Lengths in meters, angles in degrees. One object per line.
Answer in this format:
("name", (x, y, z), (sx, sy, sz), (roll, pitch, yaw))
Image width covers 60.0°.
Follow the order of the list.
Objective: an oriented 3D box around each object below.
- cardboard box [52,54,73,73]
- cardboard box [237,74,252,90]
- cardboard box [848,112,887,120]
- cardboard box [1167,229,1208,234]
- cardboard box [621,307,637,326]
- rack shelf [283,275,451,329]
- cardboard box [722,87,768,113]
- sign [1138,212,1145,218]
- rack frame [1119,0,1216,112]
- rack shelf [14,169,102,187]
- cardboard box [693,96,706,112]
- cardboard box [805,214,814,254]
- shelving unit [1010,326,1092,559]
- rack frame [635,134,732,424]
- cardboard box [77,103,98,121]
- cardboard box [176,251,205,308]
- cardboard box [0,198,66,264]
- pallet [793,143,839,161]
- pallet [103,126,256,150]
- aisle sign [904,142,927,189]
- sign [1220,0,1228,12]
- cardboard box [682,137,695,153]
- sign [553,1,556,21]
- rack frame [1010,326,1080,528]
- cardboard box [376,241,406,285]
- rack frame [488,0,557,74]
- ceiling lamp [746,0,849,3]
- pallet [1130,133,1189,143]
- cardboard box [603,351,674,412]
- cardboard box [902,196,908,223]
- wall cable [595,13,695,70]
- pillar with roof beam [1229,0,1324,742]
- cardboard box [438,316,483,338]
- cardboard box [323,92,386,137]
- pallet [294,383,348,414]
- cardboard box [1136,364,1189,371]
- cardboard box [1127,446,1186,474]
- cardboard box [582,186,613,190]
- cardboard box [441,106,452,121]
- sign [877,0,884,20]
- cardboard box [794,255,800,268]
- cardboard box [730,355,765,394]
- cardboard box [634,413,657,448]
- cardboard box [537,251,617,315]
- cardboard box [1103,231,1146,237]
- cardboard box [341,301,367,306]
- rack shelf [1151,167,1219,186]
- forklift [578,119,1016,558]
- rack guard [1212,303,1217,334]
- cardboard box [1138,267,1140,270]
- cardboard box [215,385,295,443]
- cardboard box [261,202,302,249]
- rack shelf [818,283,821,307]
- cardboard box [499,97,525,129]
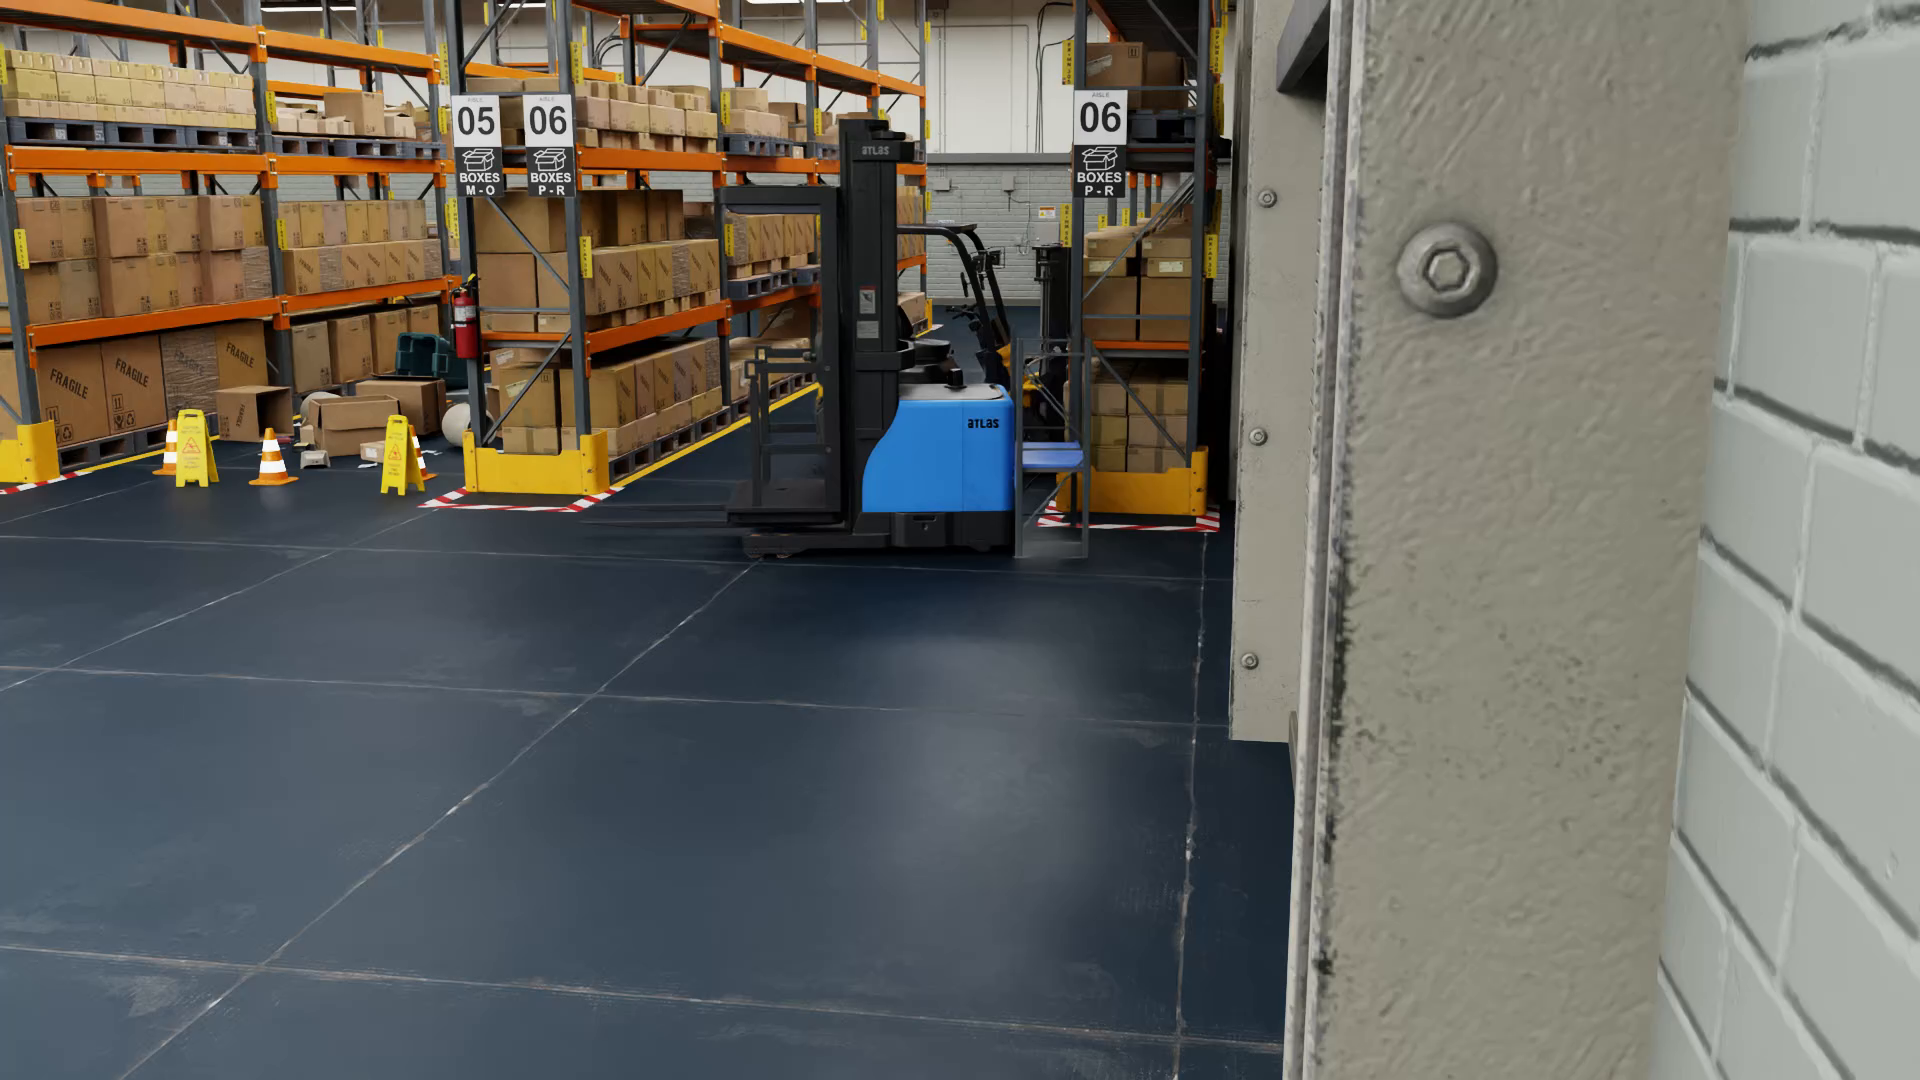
("cardboard box", (-8.013, -4.163, 14.540), (0.380, 0.149, 0.250), (2, 12, 8))
("cardboard box", (-7.584, -4.745, 17.239), (0.380, 0.149, 0.250), (2, 12, 8))
("cardboard box", (-1.407, -6.255, 25.305), (0.500, 0.500, 0.500), (2, 12, 10))
("cardboard box", (2.075, -2.766, 15.223), (0.380, 0.149, 0.250), (2, 12, 8))
("cardboard box", (-3.064, -1.970, 14.610), (0.380, 0.149, 0.250), (2, 12, 10))
("rack shelf", (-7.535, -2.908, 20.076), (1.077, 0.370, 4.000), (2, 12, 9))
("cardboard box", (-2.383, -4.760, 18.012), (0.500, 0.250, 0.500), (2, 12, 7))
("sign", (2.662, -4.649, 24.390), (0.100, 0.325, 0.005), (2, 12, 9))
("rack frame", (1.969, -5.477, 16.048), (1.000, 3.000, 0.127), (2, 12, 9))
("rack shelf", (-12.420, -4.556, 20.604), (1.077, 0.370, 4.000), (2, 12, 9))
("cardboard box", (-2.733, -4.308, 16.447), (0.380, 0.149, 0.250), (2, 12, 7))
("cardboard box", (-2.116, -3.833, 20.719), (0.500, 0.500, 0.500), (2, 12, 7))
("shelving unit", (0.625, -0.717, 11.760), (0.538, 1.500, 1.048), (0, 12, -1))
("rack frame", (-2.936, -2.704, 17.422), (1.000, 3.000, 0.127), (2, 12, 9))
("cardboard box", (-7.972, -3.828, 14.877), (0.380, 0.149, 0.250), (2, 12, 9))
("cardboard box", (-8.149, -2.616, 16.656), (0.875, 0.550, 0.550), (2, 12, 9))
("cardboard box", (-8.362, -2.688, 14.428), (0.875, 0.550, 0.550), (2, 12, 9))
("pallet", (-2.274, -5.047, 21.620), (1.213, 0.211, 1.003), (2, 12, 11))
("pallet", (-7.979, -4.097, 16.973), (1.003, 0.211, 1.213), (2, 12, 9))
("aisle sign", (-0.773, -6.478, 28.762), (0.394, 0.787, 0.004), (2, 12, 9))
("sign", (3.749, -7.660, 23.582), (0.100, 0.325, 0.005), (2, 12, 9))
("cardboard box", (-2.824, -3.869, 16.301), (0.380, 0.149, 0.250), (2, 12, 9))
("sign", (-6.063, -7.959, 24.971), (0.100, 0.325, 0.005), (2, 12, 9))
("rack frame", (0.619, -0.824, 12.257), (0.500, 1.500, 0.032), (0, 12, -1))
("cardboard box", (-7.186, -3.415, 20.482), (0.500, 0.500, 0.500), (2, 12, 8))
("rack frame", (-6.612, -7.442, 25.164), (1.000, 3.000, 0.127), (2, 12, 9))
("ceiling lamp", (-3.073, -11.626, 30.724), (2.000, 3.185, 0.800), (2, 12, 9))
("pallet", (2.092, -4.101, 17.238), (0.805, 0.209, 1.217), (1, 12, 6))
("cardboard box", (-2.989, -1.477, 15.475), (0.500, 0.500, 0.500), (2, 12, 10))
("cardboard box", (-1.139, -5.315, 26.924), (0.500, 0.500, 0.500), (2, 12, 8))
("wall cable", (-6.607, -11.094, 34.476), (2.277, 5.999, 0.120), (2, 12, 9))
("pillar with roof beam", (-2.825, -3.651, 7.573), (9.100, 9.000, 0.400), (2, 12, 9))
("cardboard box", (-6.867, -2.799, 22.797), (0.500, 0.500, 0.500), (1, 12, 6))
("cardboard box", (-7.218, -5.075, 19.830), (0.500, 0.500, 0.500), (2, 12, 9))
("pallet", (-7.798, -1.644, 19.119), (1.003, 0.211, 1.213), (2, 12, 9))
("cardboard box", (1.776, -1.363, 14.356), (0.500, 0.250, 0.500), (2, 12, 8))
("cardboard box", (1.623, -0.669, 13.506), (0.500, 0.250, 0.500), (2, 12, 9))
("cardboard box", (-6.049, -5.597, 27.529), (0.500, 0.500, 0.500), (1, 12, 7))
("cardboard box", (-6.813, -5.748, 22.373), (0.396, 0.266, 0.258), (2, 12, 9))
("sign", (-1.167, -7.783, 24.341), (0.100, 0.325, 0.005), (2, 12, 9))
("cardboard box", (-2.149, -3.379, 20.154), (0.380, 0.149, 0.250), (1, 12, 6))
("cardboard box", (-2.750, -1.884, 18.857), (0.950, 0.372, 0.625), (3, 12, 12))
("cardboard box", (-3.068, -0.998, 15.033), (0.500, 0.250, 0.500), (2, 12, 11))
("cardboard box", (-3.204, -2.156, 13.932), (0.500, 0.500, 0.500), (2, 12, 8))
("cardboard box", (1.431, -2.624, 14.566), (0.380, 0.149, 0.250), (2, 12, 9))
("cardboard box", (-11.042, -4.365, 29.174), (0.875, 0.875, 0.875), (2, 12, 9))
("rack shelf", (3.507, -5.741, 26.099), (1.077, 0.370, 4.000), (2, 12, 9))
("forklift", (-1.146, -1.421, 11.632), (3.031, 2.935, 1.130), (-1, 12, -3))
("rack guard", (3.803, -3.805, 28.461), (1.175, 0.500, 0.348), (2, 12, 9))
("cardboard box", (1.338, -2.086, 14.315), (0.500, 0.500, 0.500), (2, 12, 8))
("cardboard box", (-7.067, -1.267, 16.678), (0.500, 0.500, 0.500), (4, 13, 18))
("cardboard box", (-7.772, -3.485, 18.433), (0.700, 0.500, 0.500), (2, 12, 8))
("rack shelf", (-2.013, -3.602, 23.294), (1.077, 0.370, 4.000), (2, 12, 9))
("cardboard box", (-3.739, -3.525, 13.762), (0.500, 0.250, 0.500), (2, 12, 8))
